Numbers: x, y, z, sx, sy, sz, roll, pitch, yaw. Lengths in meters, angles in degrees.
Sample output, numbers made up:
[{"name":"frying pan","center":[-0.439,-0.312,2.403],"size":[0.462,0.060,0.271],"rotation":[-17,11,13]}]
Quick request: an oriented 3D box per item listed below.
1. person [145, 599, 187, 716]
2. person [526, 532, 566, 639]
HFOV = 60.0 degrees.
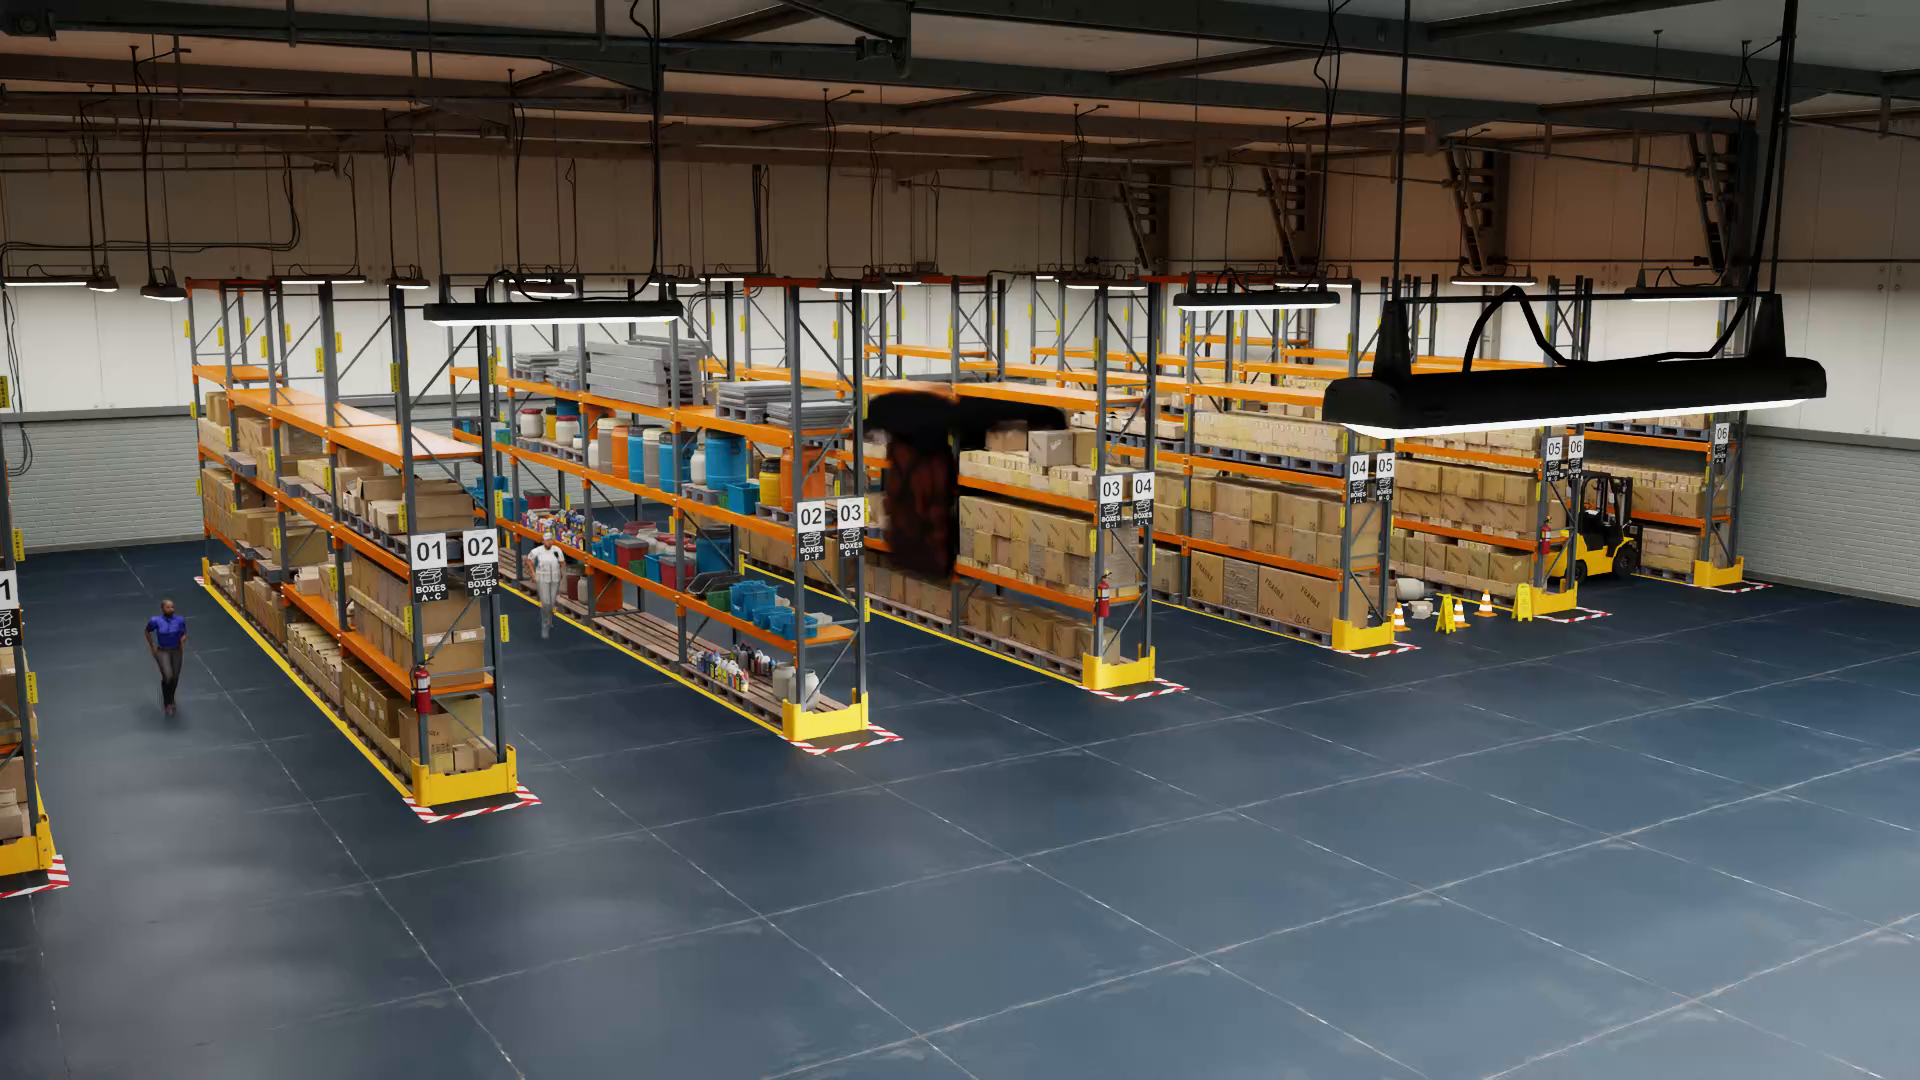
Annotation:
[{"name":"person","center":[-11.139,1.640,23.426],"size":[0.496,1.670,0.788],"rotation":[-9,13,-42]},{"name":"person","center":[-6.791,0.730,27.459],"size":[0.605,1.745,0.713],"rotation":[-6,11,-32]}]
